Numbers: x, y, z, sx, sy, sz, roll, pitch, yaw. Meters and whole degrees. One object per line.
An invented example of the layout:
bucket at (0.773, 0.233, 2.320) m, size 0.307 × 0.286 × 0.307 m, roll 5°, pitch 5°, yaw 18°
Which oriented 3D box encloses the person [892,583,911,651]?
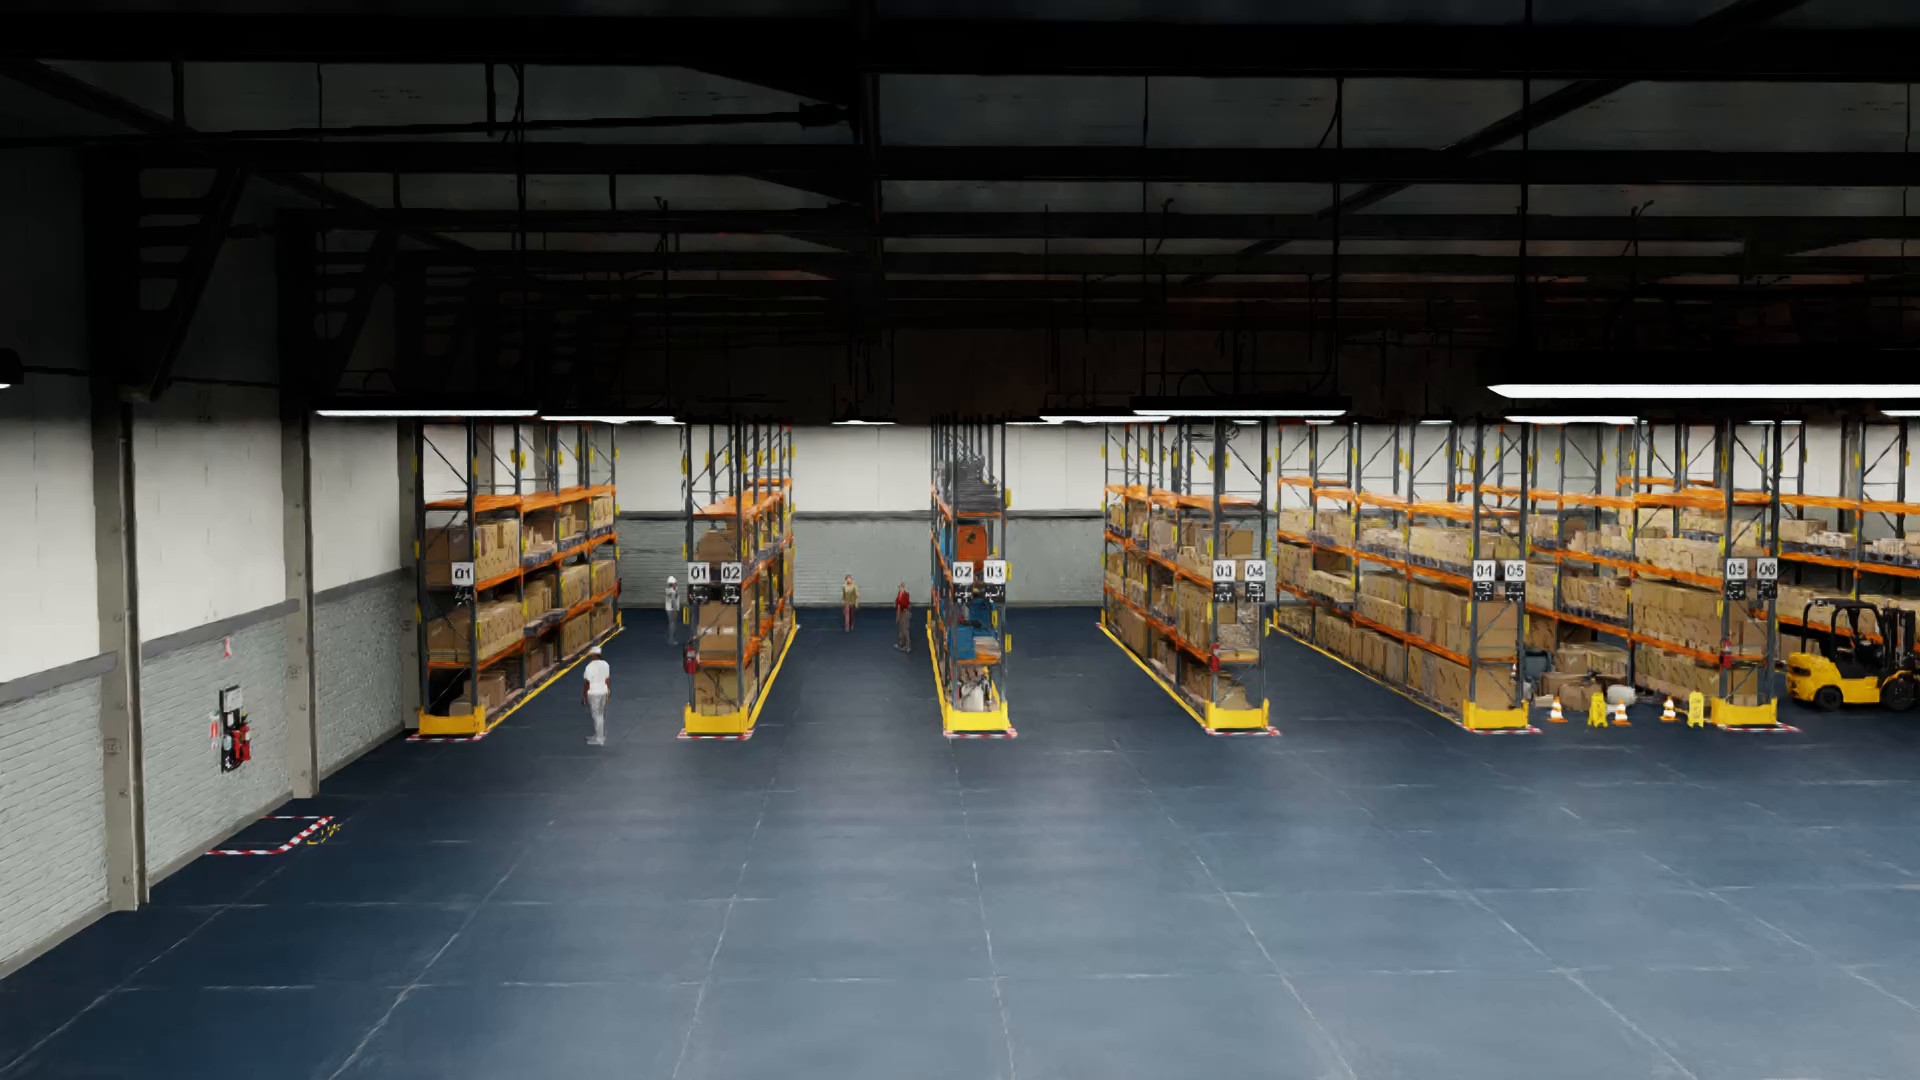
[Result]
person at (-1.494, 1.947, 42.620) m, size 0.601 × 1.720 × 0.673 m, roll 1°, pitch 4°, yaw 16°

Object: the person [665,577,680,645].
person at (-7.530, 1.848, 43.632) m, size 0.401 × 1.778 × 0.627 m, roll -2°, pitch 4°, yaw -24°

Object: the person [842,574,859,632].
person at (-3.064, 1.800, 46.512) m, size 0.458 × 1.509 × 1.019 m, roll 0°, pitch 4°, yaw -3°

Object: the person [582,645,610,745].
person at (-6.591, 2.781, 30.077) m, size 0.559 × 1.762 × 0.661 m, roll 2°, pitch 4°, yaw 27°
